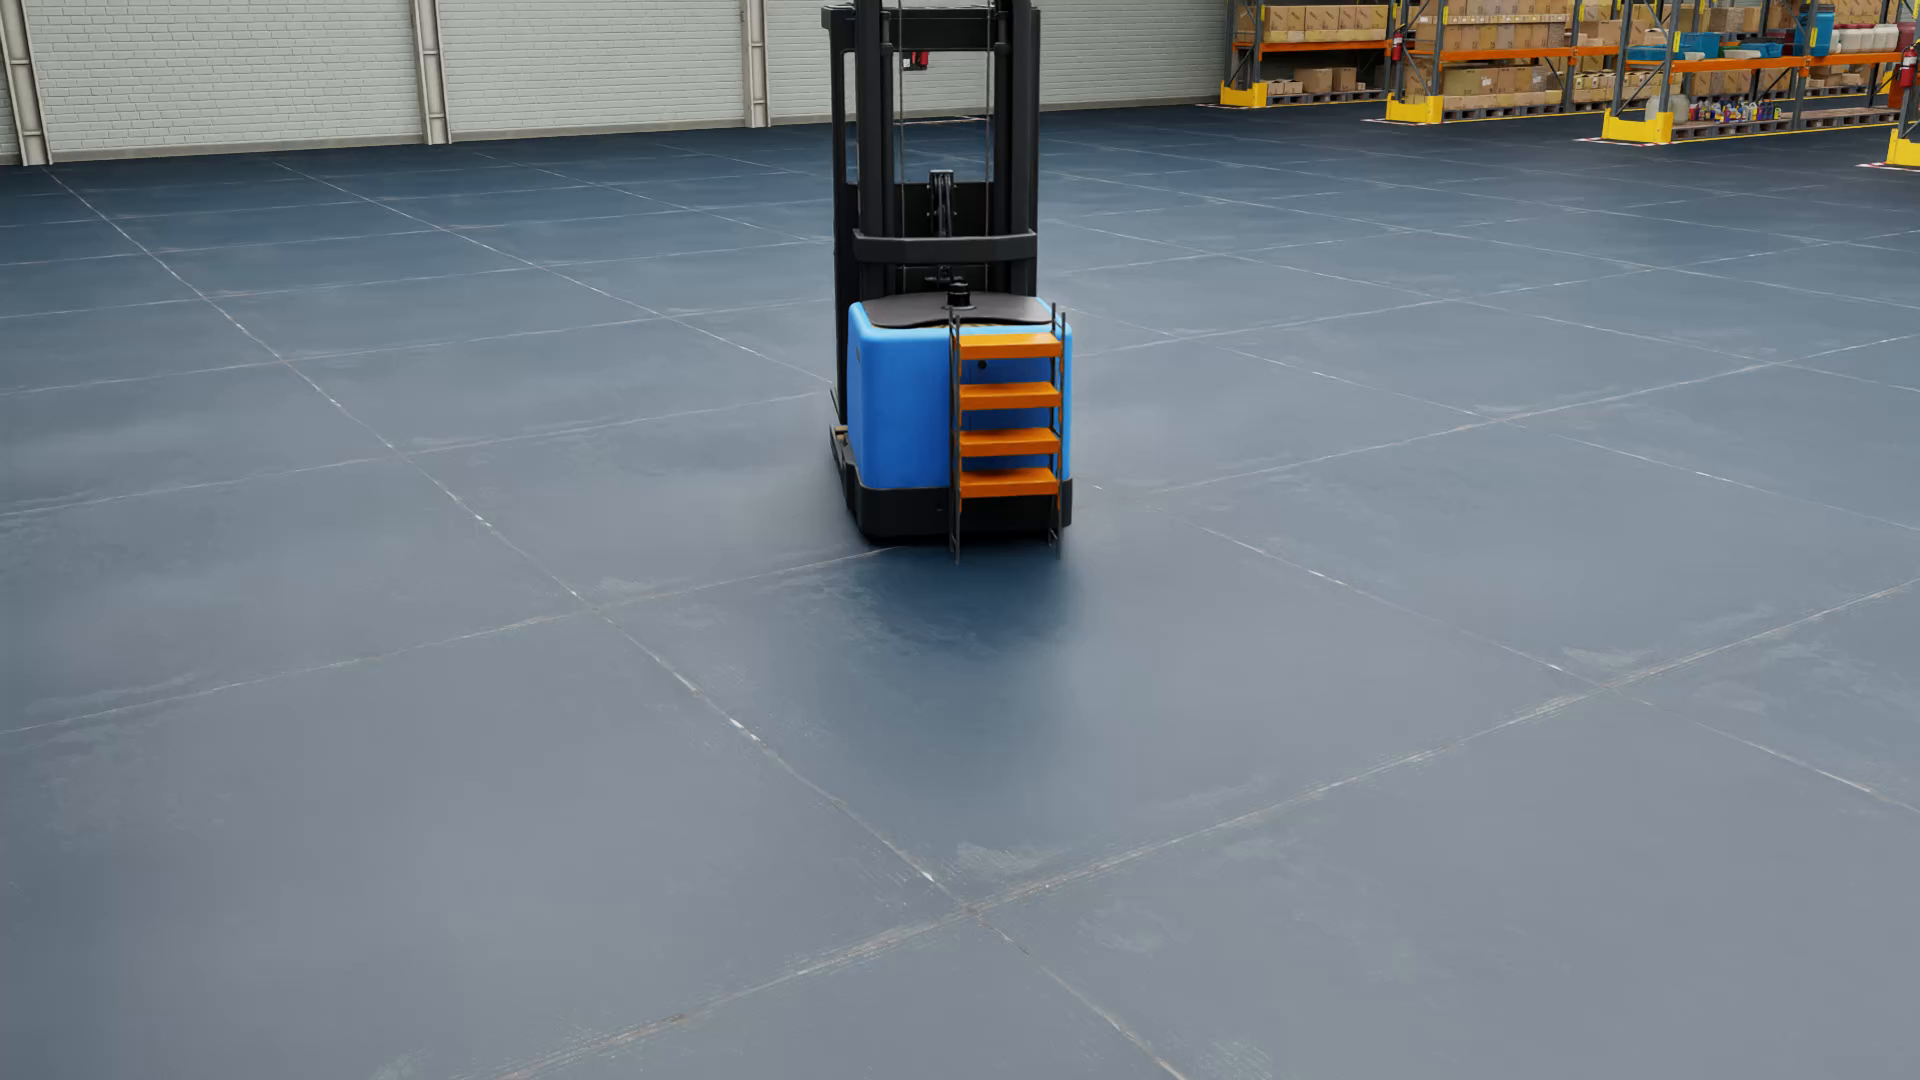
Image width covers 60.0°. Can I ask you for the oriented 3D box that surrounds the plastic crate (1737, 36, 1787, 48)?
[{"bbox_3d":[14.406,-8.887,29.945,0.504,0.338,0.767,-12,22,-31],"label":"plastic crate"}]

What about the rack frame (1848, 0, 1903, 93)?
[{"bbox_3d":[22.214,-12.414,40.280,0.127,3.000,1.000,-12,22,-31],"label":"rack frame"}]

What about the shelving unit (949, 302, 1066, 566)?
[{"bbox_3d":[0.215,-0.496,7.839,0.503,1.200,0.258,-3,19,-8],"label":"shelving unit"}]

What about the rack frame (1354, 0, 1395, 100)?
[{"bbox_3d":[9.465,-11.624,37.945,0.127,3.000,1.000,-12,22,-31],"label":"rack frame"}]

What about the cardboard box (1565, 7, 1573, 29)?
[{"bbox_3d":[14.640,-12.814,40.814,0.500,0.500,0.500,-11,22,-30],"label":"cardboard box"}]

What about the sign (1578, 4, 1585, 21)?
[{"bbox_3d":[12.499,-10.599,33.438,0.005,0.325,0.100,-12,22,-31],"label":"sign"}]

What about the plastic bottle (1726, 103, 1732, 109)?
[{"bbox_3d":[13.956,-7.801,30.210,0.097,0.271,0.097,0,19,0],"label":"plastic bottle"}]

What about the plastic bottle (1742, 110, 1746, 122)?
[{"bbox_3d":[13.883,-7.520,29.488,0.097,0.201,0.097,0,19,0],"label":"plastic bottle"}]

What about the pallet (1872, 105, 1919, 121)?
[{"bbox_3d":[18.890,-8.508,33.081,1.213,0.211,1.003,-12,22,-31],"label":"pallet"}]

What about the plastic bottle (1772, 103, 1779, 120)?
[{"bbox_3d":[14.693,-7.723,29.960,0.133,0.283,0.061,-11,21,-29],"label":"plastic bottle"}]

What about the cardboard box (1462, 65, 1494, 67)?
[{"bbox_3d":[10.381,-9.289,33.504,0.500,0.500,0.500,-12,22,-31],"label":"cardboard box"}]

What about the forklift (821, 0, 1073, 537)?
[{"bbox_3d":[-0.163,-1.836,9.098,1.130,2.935,3.031,-3,19,-8],"label":"forklift"}]

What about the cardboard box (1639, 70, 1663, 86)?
[{"bbox_3d":[14.800,-9.915,35.652,0.500,0.311,0.500,-12,22,-32],"label":"cardboard box"}]

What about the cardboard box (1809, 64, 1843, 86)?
[{"bbox_3d":[20.440,-11.067,39.508,0.637,0.503,0.797,-12,22,-31],"label":"cardboard box"}]

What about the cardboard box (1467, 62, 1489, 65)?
[{"bbox_3d":[12.233,-11.212,39.943,0.500,0.500,0.700,-12,22,-31],"label":"cardboard box"}]

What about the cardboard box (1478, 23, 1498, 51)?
[{"bbox_3d":[10.102,-9.901,32.693,0.500,0.500,0.700,-12,22,-31],"label":"cardboard box"}]

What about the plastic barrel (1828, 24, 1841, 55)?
[{"bbox_3d":[15.833,-9.149,30.410,0.433,0.535,0.433,0,19,0],"label":"plastic barrel"}]

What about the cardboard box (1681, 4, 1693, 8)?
[{"bbox_3d":[18.465,-13.657,43.488,0.700,0.700,0.980,-12,22,-32],"label":"cardboard box"}]

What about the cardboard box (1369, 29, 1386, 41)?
[{"bbox_3d":[9.236,-11.398,37.480,0.500,0.250,0.500,-12,22,-31],"label":"cardboard box"}]

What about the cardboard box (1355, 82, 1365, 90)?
[{"bbox_3d":[9.034,-10.388,38.026,0.250,0.166,0.380,-16,24,-38],"label":"cardboard box"}]

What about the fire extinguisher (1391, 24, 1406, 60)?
[{"bbox_3d":[8.497,-9.662,32.262,0.183,0.674,0.296,-12,22,-31],"label":"fire extinguisher"}]

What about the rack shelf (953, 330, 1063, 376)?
[{"bbox_3d":[0.215,-0.868,7.713,0.480,0.148,0.258,-3,19,-8],"label":"rack shelf"}]

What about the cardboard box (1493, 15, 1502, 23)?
[{"bbox_3d":[10.372,-10.189,32.531,0.250,0.149,0.380,-12,22,-32],"label":"cardboard box"}]

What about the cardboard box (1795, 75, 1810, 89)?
[{"bbox_3d":[19.343,-10.660,38.604,0.500,0.311,0.500,-12,22,-31],"label":"cardboard box"}]

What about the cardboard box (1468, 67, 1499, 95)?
[{"bbox_3d":[10.249,-9.062,32.833,0.500,0.500,0.500,-12,22,-31],"label":"cardboard box"}]

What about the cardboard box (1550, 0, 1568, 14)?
[{"bbox_3d":[11.825,-10.882,33.568,0.500,0.500,0.700,-12,22,-31],"label":"cardboard box"}]

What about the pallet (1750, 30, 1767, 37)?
[{"bbox_3d":[18.146,-11.507,37.897,1.213,0.211,1.003,-12,22,-31],"label":"pallet"}]

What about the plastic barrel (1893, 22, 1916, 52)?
[{"bbox_3d":[18.033,-9.581,31.688,0.708,0.536,0.600,-12,22,-31],"label":"plastic barrel"}]

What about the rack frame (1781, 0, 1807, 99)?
[{"bbox_3d":[18.874,-11.709,38.196,0.127,3.000,1.000,-12,22,-31],"label":"rack frame"}]

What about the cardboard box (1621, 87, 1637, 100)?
[{"bbox_3d":[13.949,-9.472,35.217,0.500,0.250,0.500,-11,22,-30],"label":"cardboard box"}]

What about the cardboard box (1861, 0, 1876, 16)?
[{"bbox_3d":[21.142,-12.601,39.117,0.500,0.500,0.500,-11,22,-30],"label":"cardboard box"}]

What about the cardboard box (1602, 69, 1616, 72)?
[{"bbox_3d":[14.073,-9.969,35.811,0.500,0.311,0.500,-13,22,-33],"label":"cardboard box"}]

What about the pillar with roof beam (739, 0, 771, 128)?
[{"bbox_3d":[-1.422,-10.851,26.291,0.400,9.000,9.100,-12,22,-31],"label":"pillar with roof beam"}]

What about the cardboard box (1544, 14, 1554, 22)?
[{"bbox_3d":[11.658,-10.460,33.331,0.250,0.149,0.380,-13,22,-33],"label":"cardboard box"}]

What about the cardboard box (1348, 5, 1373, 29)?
[{"bbox_3d":[8.826,-11.663,37.090,0.500,0.500,0.500,-12,22,-32],"label":"cardboard box"}]

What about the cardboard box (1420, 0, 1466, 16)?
[{"bbox_3d":[9.293,-10.346,31.981,0.500,0.500,0.700,-12,22,-31],"label":"cardboard box"}]

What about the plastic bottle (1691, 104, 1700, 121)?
[{"bbox_3d":[13.150,-7.641,29.717,0.133,0.283,0.061,-12,22,-31],"label":"plastic bottle"}]

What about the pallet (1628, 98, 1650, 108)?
[{"bbox_3d":[14.824,-9.549,36.161,1.213,0.211,1.003,-12,22,-31],"label":"pallet"}]

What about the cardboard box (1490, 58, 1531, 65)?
[{"bbox_3d":[13.492,-11.604,40.586,0.750,0.750,0.750,-12,22,-32],"label":"cardboard box"}]

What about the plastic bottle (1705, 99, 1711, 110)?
[{"bbox_3d":[13.498,-7.789,30.049,0.185,0.351,0.144,-12,22,-32],"label":"plastic bottle"}]

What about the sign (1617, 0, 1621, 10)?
[{"bbox_3d":[16.453,-13.401,41.516,0.005,0.325,0.100,-12,22,-31],"label":"sign"}]

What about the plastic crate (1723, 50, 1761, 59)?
[{"bbox_3d":[13.697,-8.496,29.103,0.437,0.136,0.530,-12,22,-31],"label":"plastic crate"}]

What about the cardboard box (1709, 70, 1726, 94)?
[{"bbox_3d":[16.504,-10.126,36.730,0.500,0.500,0.500,-13,23,-33],"label":"cardboard box"}]

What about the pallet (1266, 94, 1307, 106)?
[{"bbox_3d":[6.885,-9.746,36.743,1.213,0.211,1.003,-12,22,-31],"label":"pallet"}]

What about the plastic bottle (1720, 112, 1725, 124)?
[{"bbox_3d":[13.345,-7.407,29.153,0.097,0.201,0.097,0,19,0],"label":"plastic bottle"}]

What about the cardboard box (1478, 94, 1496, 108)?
[{"bbox_3d":[10.255,-8.704,32.944,0.500,0.250,0.500,-12,22,-31],"label":"cardboard box"}]

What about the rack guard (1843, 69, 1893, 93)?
[{"bbox_3d":[22.151,-11.216,40.641,0.348,0.500,1.175,-12,22,-31],"label":"rack guard"}]

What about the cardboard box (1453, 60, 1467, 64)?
[{"bbox_3d":[11.722,-11.484,39.575,0.500,0.250,0.500,-11,22,-30],"label":"cardboard box"}]

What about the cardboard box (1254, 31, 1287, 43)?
[{"bbox_3d":[6.706,-10.859,35.885,0.500,0.250,0.500,-13,22,-33],"label":"cardboard box"}]

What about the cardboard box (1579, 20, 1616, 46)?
[{"bbox_3d":[13.283,-10.571,34.674,0.500,0.500,0.500,-10,21,-28],"label":"cardboard box"}]

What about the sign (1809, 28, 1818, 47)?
[{"bbox_3d":[15.207,-8.956,29.622,0.005,0.325,0.100,-12,22,-31],"label":"sign"}]

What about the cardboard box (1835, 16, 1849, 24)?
[{"bbox_3d":[20.294,-11.952,38.758,0.500,0.500,0.500,-12,22,-32],"label":"cardboard box"}]
